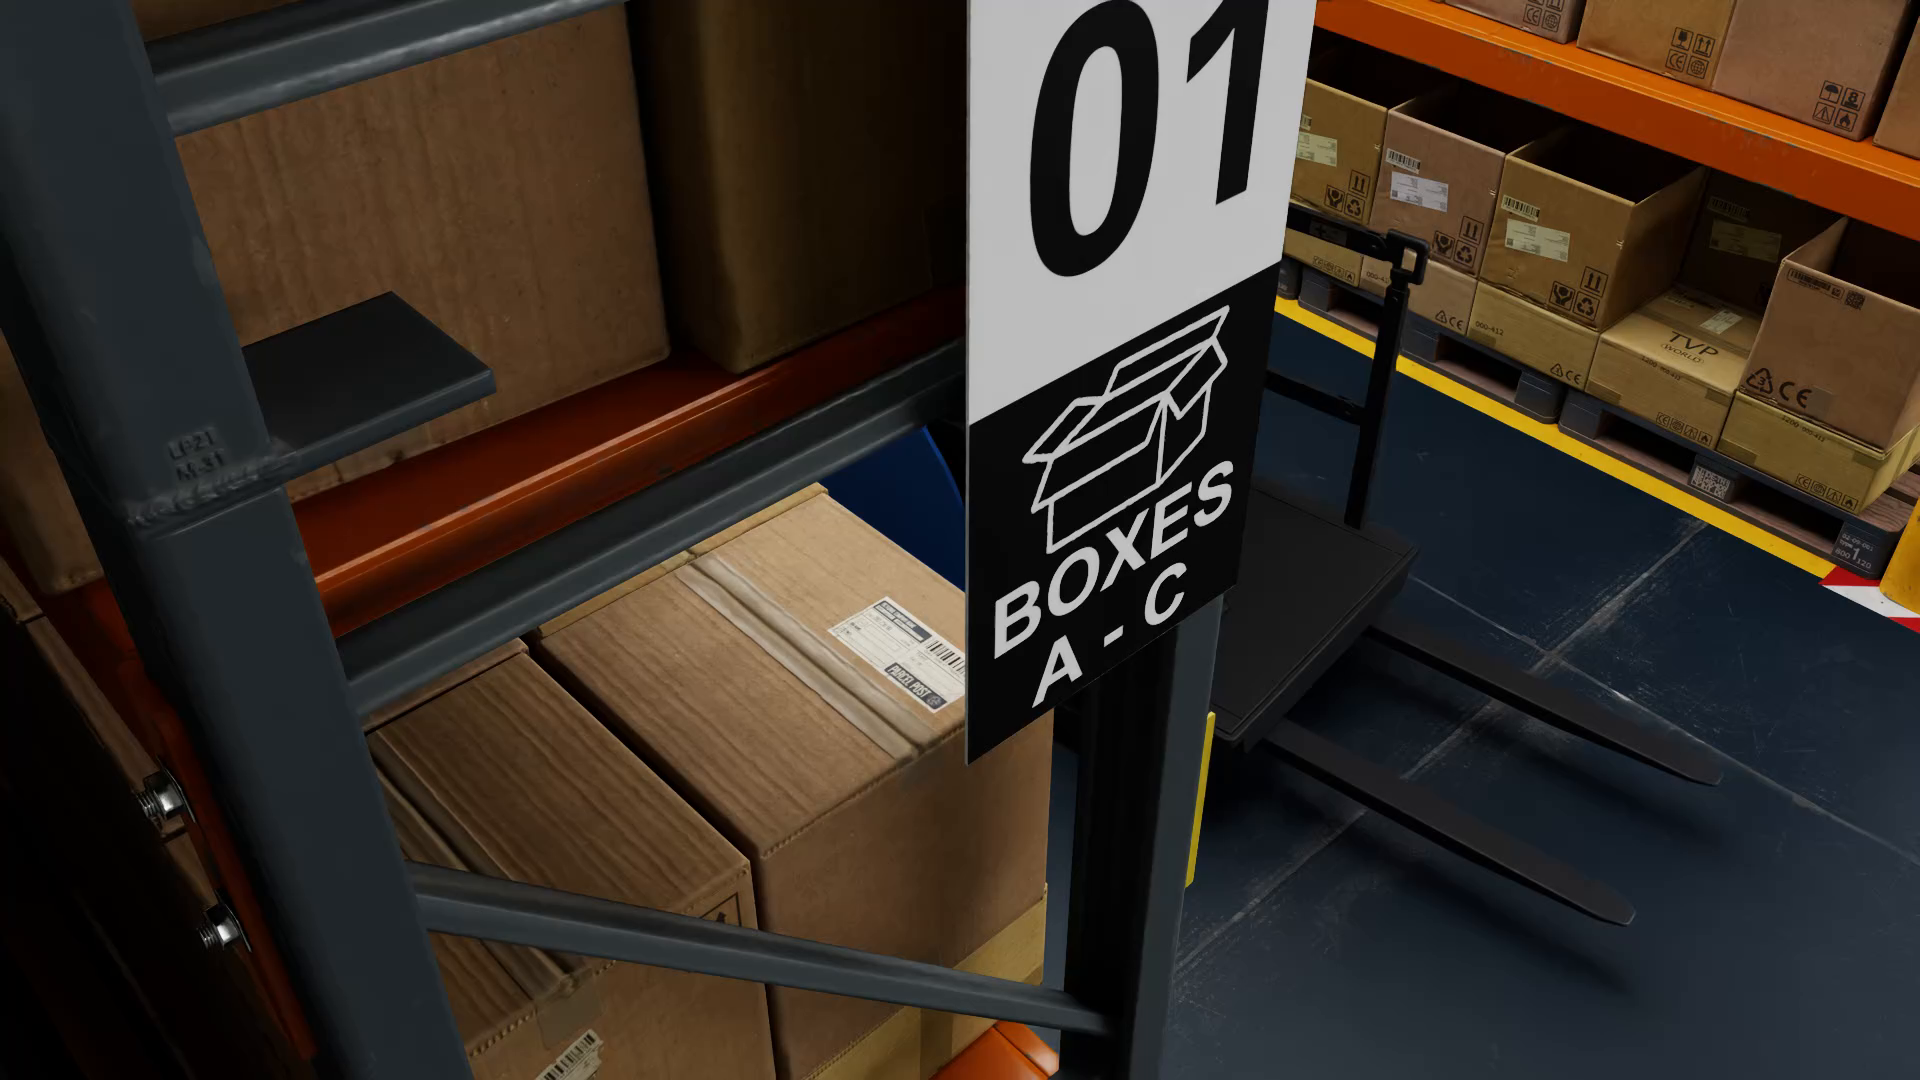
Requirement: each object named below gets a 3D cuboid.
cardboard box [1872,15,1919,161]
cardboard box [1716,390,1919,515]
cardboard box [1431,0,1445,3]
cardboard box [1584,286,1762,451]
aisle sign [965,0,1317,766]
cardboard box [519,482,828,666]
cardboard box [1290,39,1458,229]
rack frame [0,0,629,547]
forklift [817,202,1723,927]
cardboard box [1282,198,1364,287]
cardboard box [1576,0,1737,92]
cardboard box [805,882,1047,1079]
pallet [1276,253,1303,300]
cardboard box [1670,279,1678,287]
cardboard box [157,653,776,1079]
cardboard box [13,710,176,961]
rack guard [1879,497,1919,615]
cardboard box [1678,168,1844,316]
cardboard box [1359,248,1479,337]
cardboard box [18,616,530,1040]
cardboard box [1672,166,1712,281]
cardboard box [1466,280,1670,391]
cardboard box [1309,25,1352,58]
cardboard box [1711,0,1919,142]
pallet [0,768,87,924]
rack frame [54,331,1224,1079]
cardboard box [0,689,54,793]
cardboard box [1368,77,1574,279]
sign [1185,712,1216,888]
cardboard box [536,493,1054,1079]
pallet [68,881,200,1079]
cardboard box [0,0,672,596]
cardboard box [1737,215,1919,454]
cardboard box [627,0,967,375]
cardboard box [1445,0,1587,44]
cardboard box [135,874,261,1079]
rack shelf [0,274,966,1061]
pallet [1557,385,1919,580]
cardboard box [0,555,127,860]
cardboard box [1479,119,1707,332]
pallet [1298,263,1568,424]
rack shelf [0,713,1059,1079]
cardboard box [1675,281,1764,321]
[{"bbox_3d":[3.221,-1.438,4.988,0.700,0.500,0.500,-30,48,-32],"label":"cardboard box"},{"bbox_3d":[2.947,-0.394,5.629,0.500,0.250,0.500,-30,48,-32],"label":"cardboard box"},{"bbox_3d":[1.825,-2.390,6.166,0.700,0.500,0.500,-29,47,-31],"label":"cardboard box"},{"bbox_3d":[2.600,-0.620,5.909,0.500,0.250,0.500,-30,48,-32],"label":"cardboard box"},{"bbox_3d":[0.151,-0.176,1.436,0.394,0.787,0.004,-30,48,-32],"label":"aisle sign"},{"bbox_3d":[-0.547,0.106,2.662,0.500,0.500,0.500,-30,48,-32],"label":"cardboard box"},{"bbox_3d":[1.582,-1.604,6.530,0.500,0.500,0.500,-30,48,-32],"label":"cardboard box"},{"bbox_3d":[-0.119,-1.405,0.251,1.000,3.000,0.127,-30,48,-32],"label":"rack frame"},{"bbox_3d":[0.703,-0.775,4.301,3.031,2.935,1.130,27,46,30],"label":"forklift"},{"bbox_3d":[1.581,-1.312,6.765,0.500,0.250,0.500,-30,48,-32],"label":"cardboard box"},{"bbox_3d":[2.531,-1.911,5.574,0.700,0.500,0.500,-30,47,-31],"label":"cardboard box"},{"bbox_3d":[-0.215,0.619,2.624,0.500,0.250,0.500,-31,48,-33],"label":"cardboard box"},{"bbox_3d":[1.329,-1.558,7.435,1.003,0.211,1.213,-30,48,-32],"label":"pallet"},{"bbox_3d":[2.650,-1.075,6.473,0.500,0.250,0.500,-30,48,-32],"label":"cardboard box"},{"bbox_3d":[-0.594,0.560,2.100,0.500,0.500,0.500,-31,48,-32],"label":"cardboard box"},{"bbox_3d":[-1.280,0.379,2.921,0.500,0.250,0.500,-30,48,-32],"label":"cardboard box"},{"bbox_3d":[3.544,-0.194,5.517,1.175,0.500,0.348,-30,48,-32],"label":"rack guard"},{"bbox_3d":[2.989,-1.136,5.951,0.500,0.500,0.500,-30,48,-32],"label":"cardboard box"},{"bbox_3d":[1.924,-1.083,6.482,0.500,0.250,0.500,-30,48,-32],"label":"cardboard box"},{"bbox_3d":[-0.927,0.323,2.393,0.500,0.500,0.500,-29,47,-31],"label":"cardboard box"},{"bbox_3d":[2.641,-1.362,6.231,0.500,0.500,0.500,-30,48,-32],"label":"cardboard box"},{"bbox_3d":[2.261,-0.851,6.195,0.500,0.250,0.500,-30,48,-32],"label":"cardboard box"},{"bbox_3d":[1.249,-1.839,6.821,0.500,0.500,0.500,-30,48,-32],"label":"cardboard box"},{"bbox_3d":[2.862,-1.679,5.286,0.700,0.500,0.500,-29,47,-31],"label":"cardboard box"},{"bbox_3d":[-2.344,0.459,4.938,1.003,0.211,1.213,-30,48,-32],"label":"pallet"},{"bbox_3d":[-0.119,0.929,2.136,1.000,3.000,0.127,-30,48,-32],"label":"rack frame"},{"bbox_3d":[-1.624,0.147,3.209,0.500,0.250,0.500,-29,47,-31],"label":"cardboard box"},{"bbox_3d":[1.921,-1.373,6.245,0.500,0.500,0.500,-30,48,-32],"label":"cardboard box"},{"bbox_3d":[0.281,0.362,2.150,0.100,0.325,0.005,-30,48,-32],"label":"sign"},{"bbox_3d":[-0.220,0.339,2.373,0.500,0.500,0.500,-30,48,-32],"label":"cardboard box"},{"bbox_3d":[-1.515,1.023,4.239,1.003,0.211,1.213,-30,48,-32],"label":"pallet"},{"bbox_3d":[-0.588,-0.370,1.262,0.500,0.500,0.500,-26,46,-29],"label":"cardboard box"},{"bbox_3d":[2.946,-0.685,5.392,0.500,0.500,0.500,-30,48,-32],"label":"cardboard box"},{"bbox_3d":[-0.161,-0.545,1.479,0.500,0.500,0.500,-29,47,-31],"label":"cardboard box"},{"bbox_3d":[2.172,-2.153,5.873,0.700,0.500,0.500,-28,47,-31],"label":"cardboard box"},{"bbox_3d":[-0.936,0.610,2.636,0.500,0.250,0.500,-29,47,-31],"label":"cardboard box"},{"bbox_3d":[-1.471,-0.884,2.566,1.077,0.370,4.000,-30,48,-32],"label":"rack shelf"},{"bbox_3d":[2.979,-0.429,6.037,1.003,0.211,1.213,-30,48,-32],"label":"pallet"},{"bbox_3d":[-1.280,0.086,2.687,0.500,0.500,0.500,-31,48,-33],"label":"cardboard box"},{"bbox_3d":[2.258,-1.141,5.957,0.500,0.500,0.500,-30,48,-32],"label":"cardboard box"},{"bbox_3d":[2.159,-0.993,6.736,1.003,0.211,1.213,-30,48,-32],"label":"pallet"},{"bbox_3d":[-1.471,0.283,3.508,1.077,0.370,4.000,-30,48,-32],"label":"rack shelf"},{"bbox_3d":[2.988,-0.844,6.186,0.500,0.250,0.500,-30,48,-32],"label":"cardboard box"}]
